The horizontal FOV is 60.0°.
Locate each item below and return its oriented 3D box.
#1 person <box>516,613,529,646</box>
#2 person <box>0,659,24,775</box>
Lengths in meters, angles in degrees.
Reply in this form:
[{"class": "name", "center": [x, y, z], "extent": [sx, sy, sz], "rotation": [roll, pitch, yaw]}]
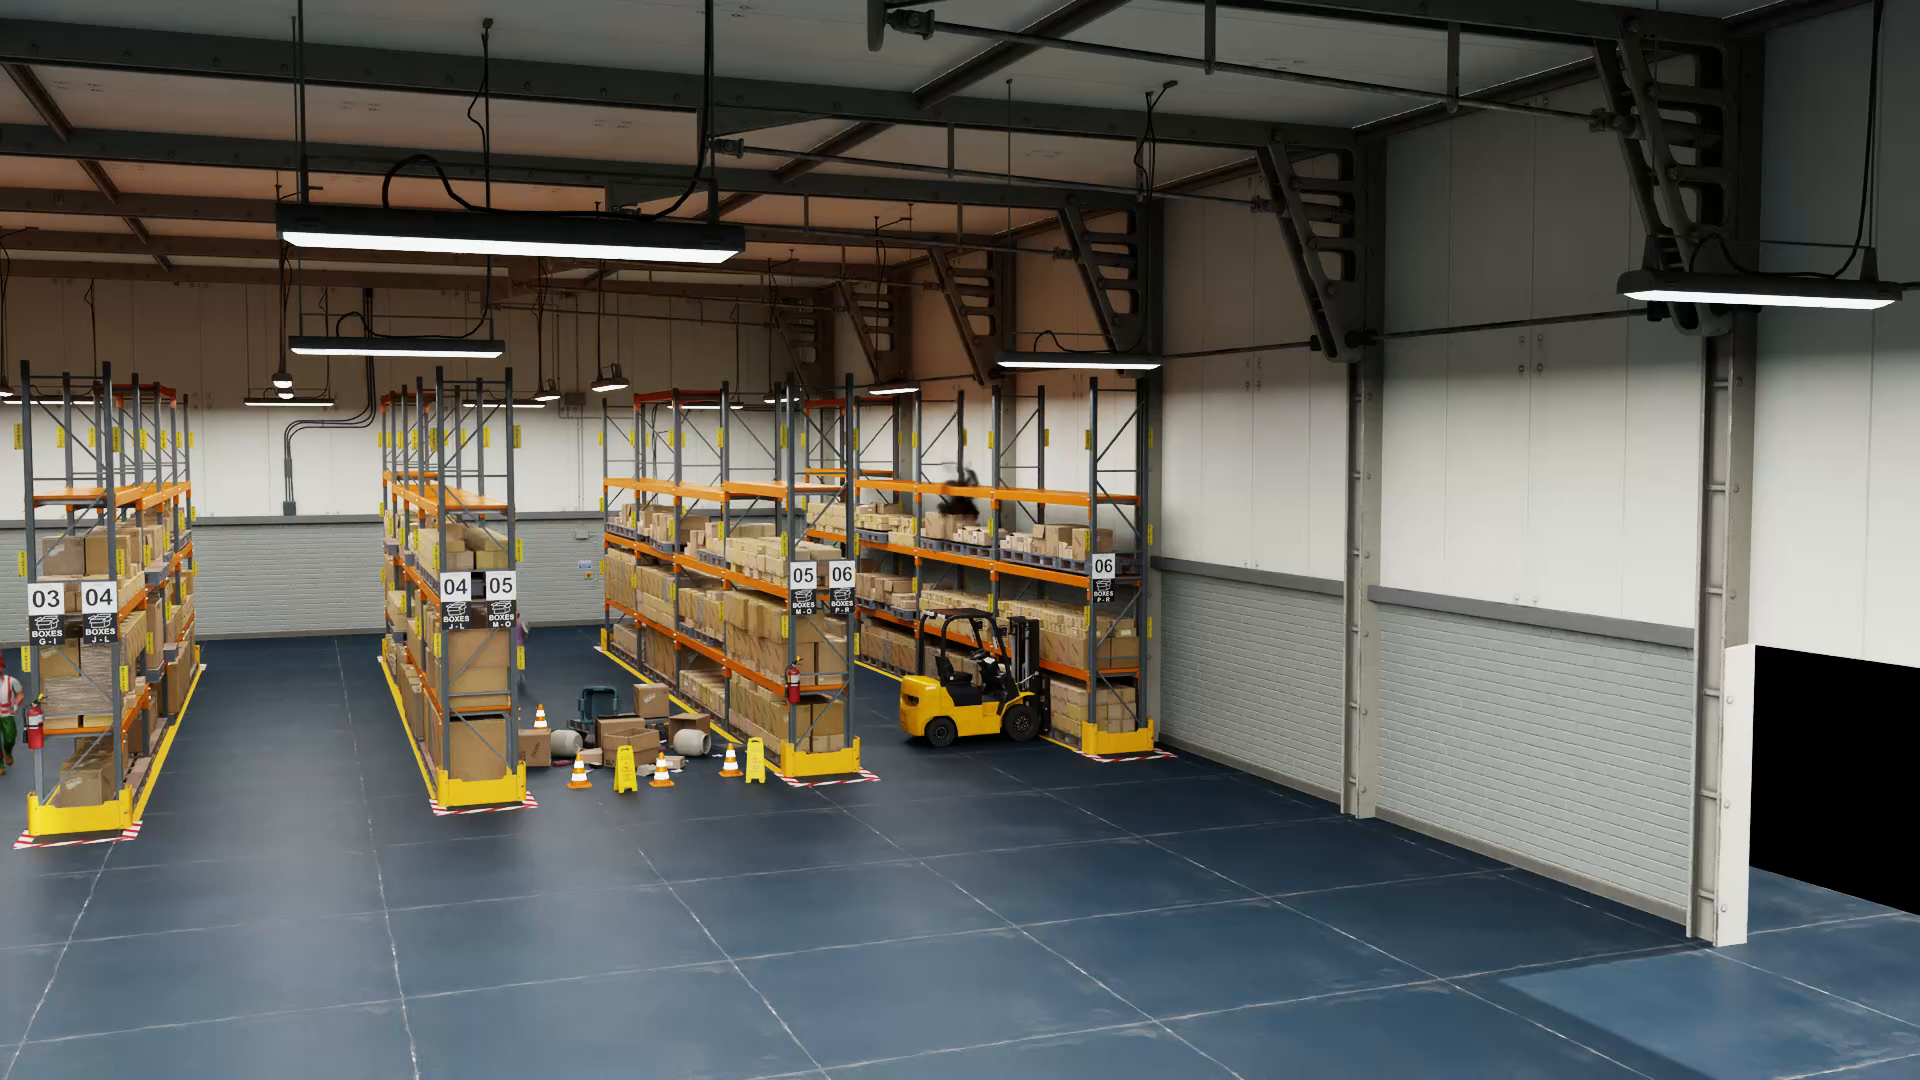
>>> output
[{"class": "person", "center": [-9.118, 2.198, 34.042], "extent": [0.530, 1.571, 0.853], "rotation": [-2, 4, -25]}, {"class": "person", "center": [-14.388, 2.634, 24.902], "extent": [0.653, 1.737, 0.621], "rotation": [-2, 4, -30]}]
